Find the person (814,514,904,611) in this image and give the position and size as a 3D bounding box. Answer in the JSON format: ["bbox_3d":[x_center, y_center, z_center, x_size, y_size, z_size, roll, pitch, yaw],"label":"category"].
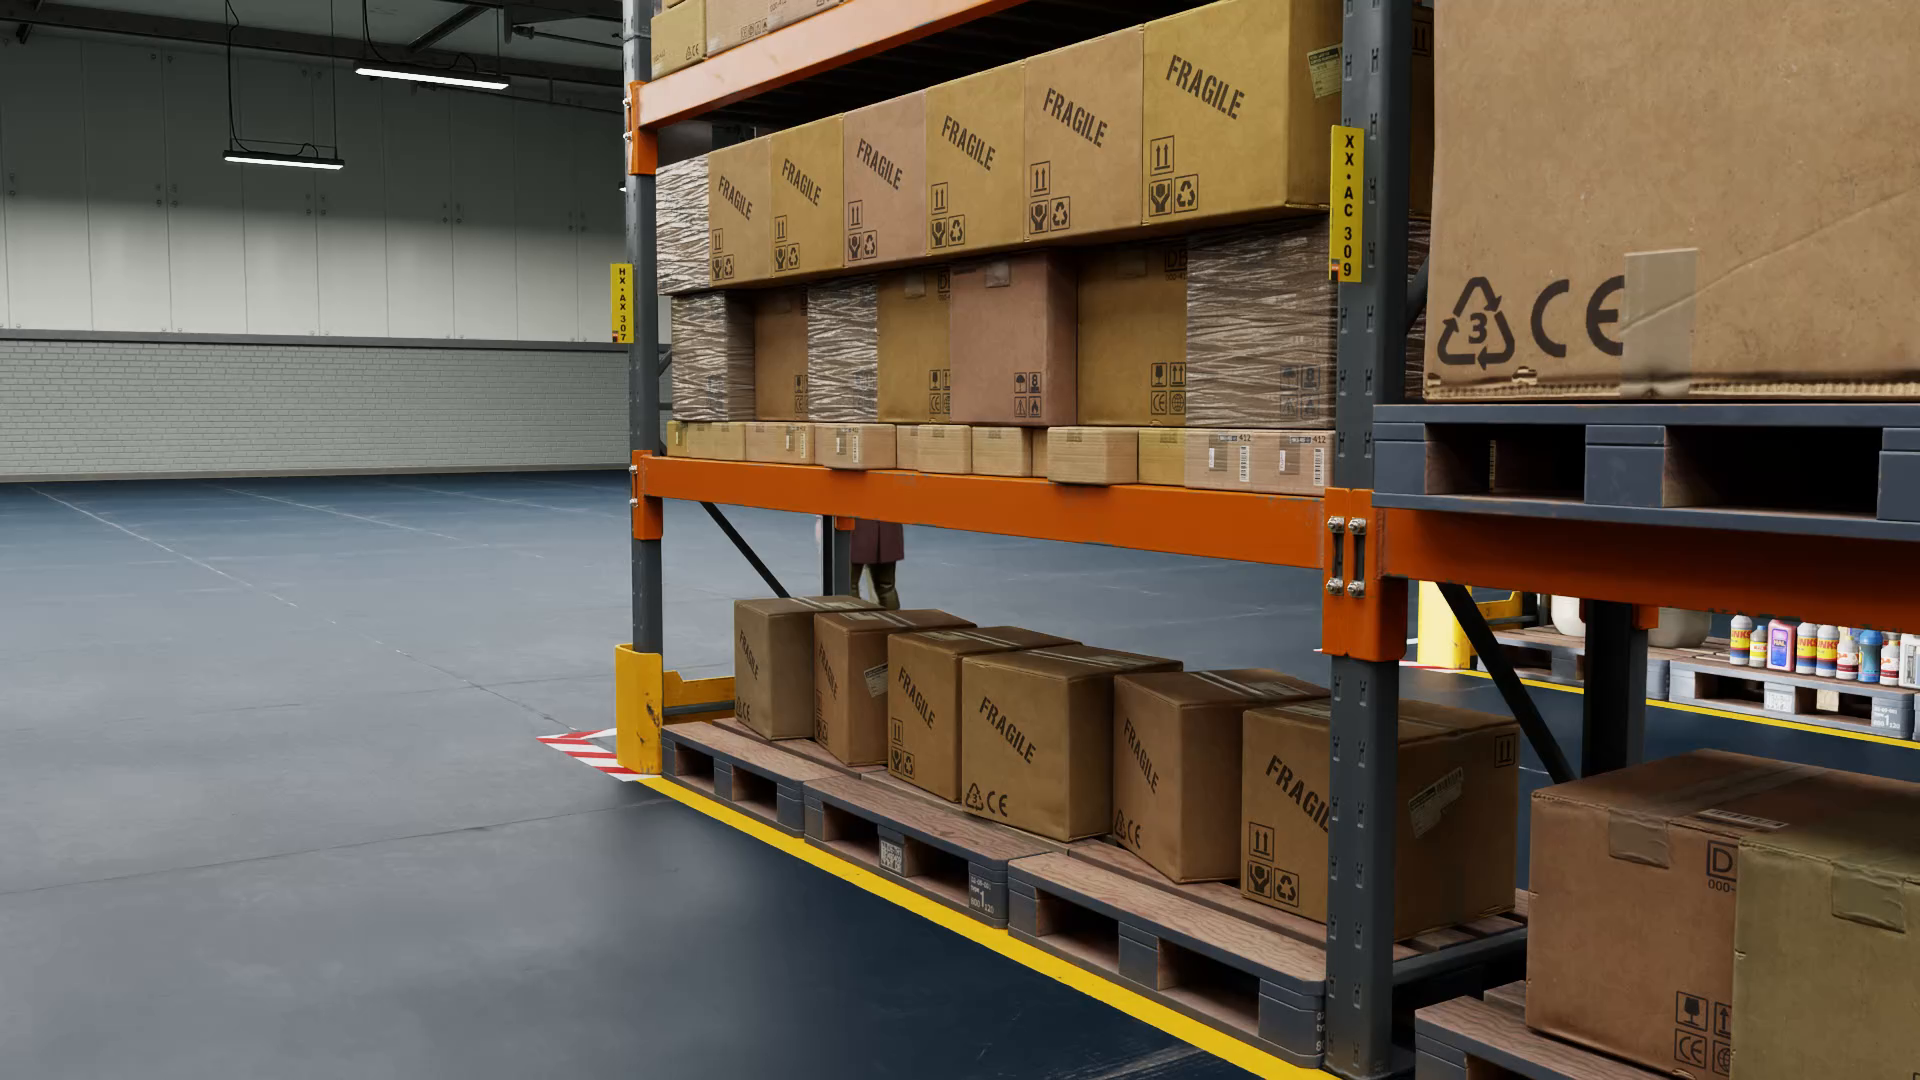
[{"bbox_3d":[-0.547,-0.102,9.172,0.565,1.770,0.379,-3,5,-33],"label":"person"}]
